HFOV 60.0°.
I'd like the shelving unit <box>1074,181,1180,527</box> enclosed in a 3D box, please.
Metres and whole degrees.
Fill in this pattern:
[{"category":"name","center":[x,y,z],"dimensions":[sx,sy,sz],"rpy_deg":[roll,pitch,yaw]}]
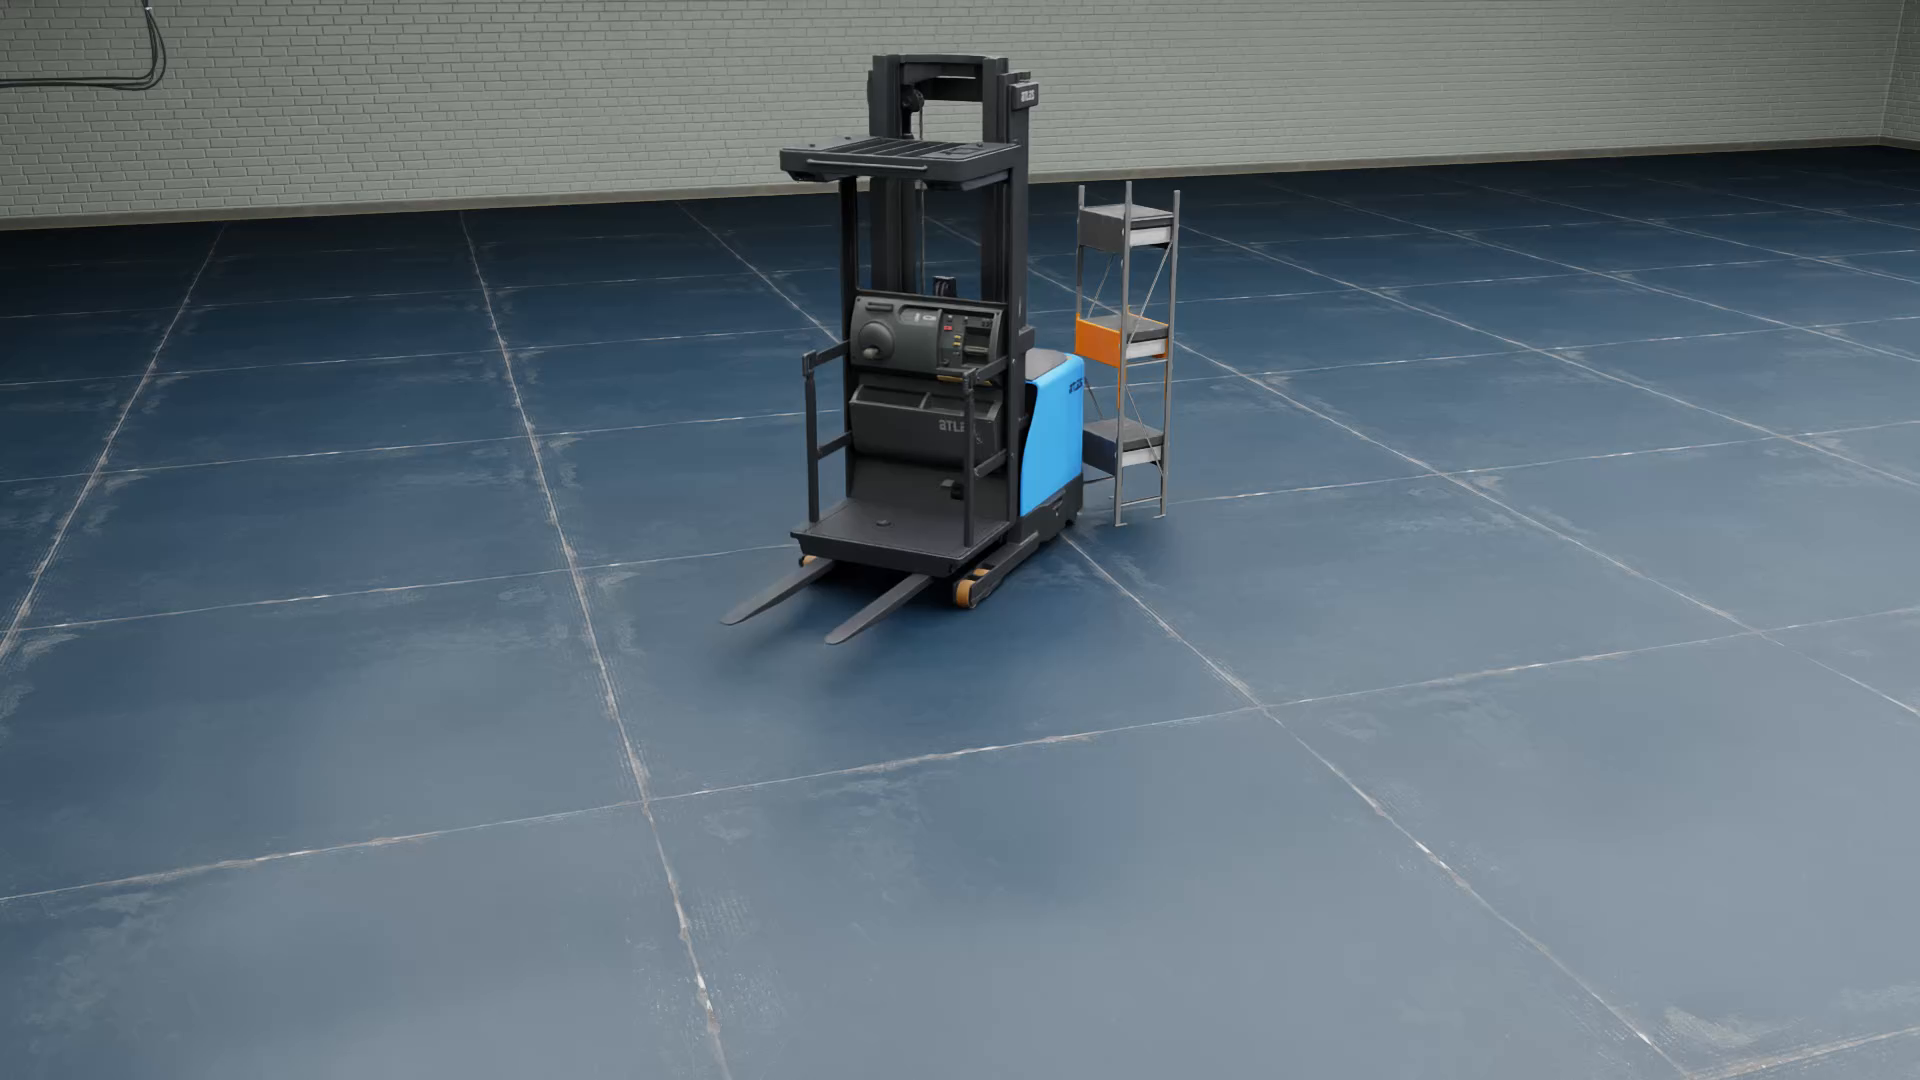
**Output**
[{"category":"shelving unit","center":[1.038,-1.176,10.586],"dimensions":[0.431,2.100,0.503],"rpy_deg":[-12,23,-29]}]

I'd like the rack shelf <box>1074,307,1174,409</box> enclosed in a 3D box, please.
[{"category":"rack shelf","center":[1.038,-1.164,10.590],"dimensions":[0.431,0.518,0.480],"rpy_deg":[-12,23,-29]}]

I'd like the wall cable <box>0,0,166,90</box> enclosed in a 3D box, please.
[{"category":"wall cable","center":[-11.754,-6.864,20.809],"dimensions":[3.097,2.526,0.112],"rpy_deg":[-6,21,-17]}]

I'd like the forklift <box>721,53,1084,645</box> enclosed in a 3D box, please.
[{"category":"forklift","center":[-0.287,-1.159,9.309],"dimensions":[1.130,2.935,3.031],"rpy_deg":[9,22,24]}]

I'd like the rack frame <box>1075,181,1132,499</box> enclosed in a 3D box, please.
[{"category":"rack frame","center":[0.912,-1.247,10.782],"dimensions":[0.400,2.100,0.015],"rpy_deg":[-12,23,-29]}]

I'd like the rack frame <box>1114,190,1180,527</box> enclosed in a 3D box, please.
[{"category":"rack frame","center":[1.164,-1.106,10.389],"dimensions":[0.400,2.100,0.015],"rpy_deg":[-12,23,-29]}]

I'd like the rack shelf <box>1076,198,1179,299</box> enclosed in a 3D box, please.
[{"category":"rack shelf","center":[1.038,-1.822,10.354],"dimensions":[0.431,0.518,0.480],"rpy_deg":[-12,23,-29]}]

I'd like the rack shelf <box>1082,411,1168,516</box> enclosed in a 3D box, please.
[{"category":"rack shelf","center":[1.038,-0.505,10.827],"dimensions":[0.431,0.518,0.480],"rpy_deg":[-12,23,-29]}]
